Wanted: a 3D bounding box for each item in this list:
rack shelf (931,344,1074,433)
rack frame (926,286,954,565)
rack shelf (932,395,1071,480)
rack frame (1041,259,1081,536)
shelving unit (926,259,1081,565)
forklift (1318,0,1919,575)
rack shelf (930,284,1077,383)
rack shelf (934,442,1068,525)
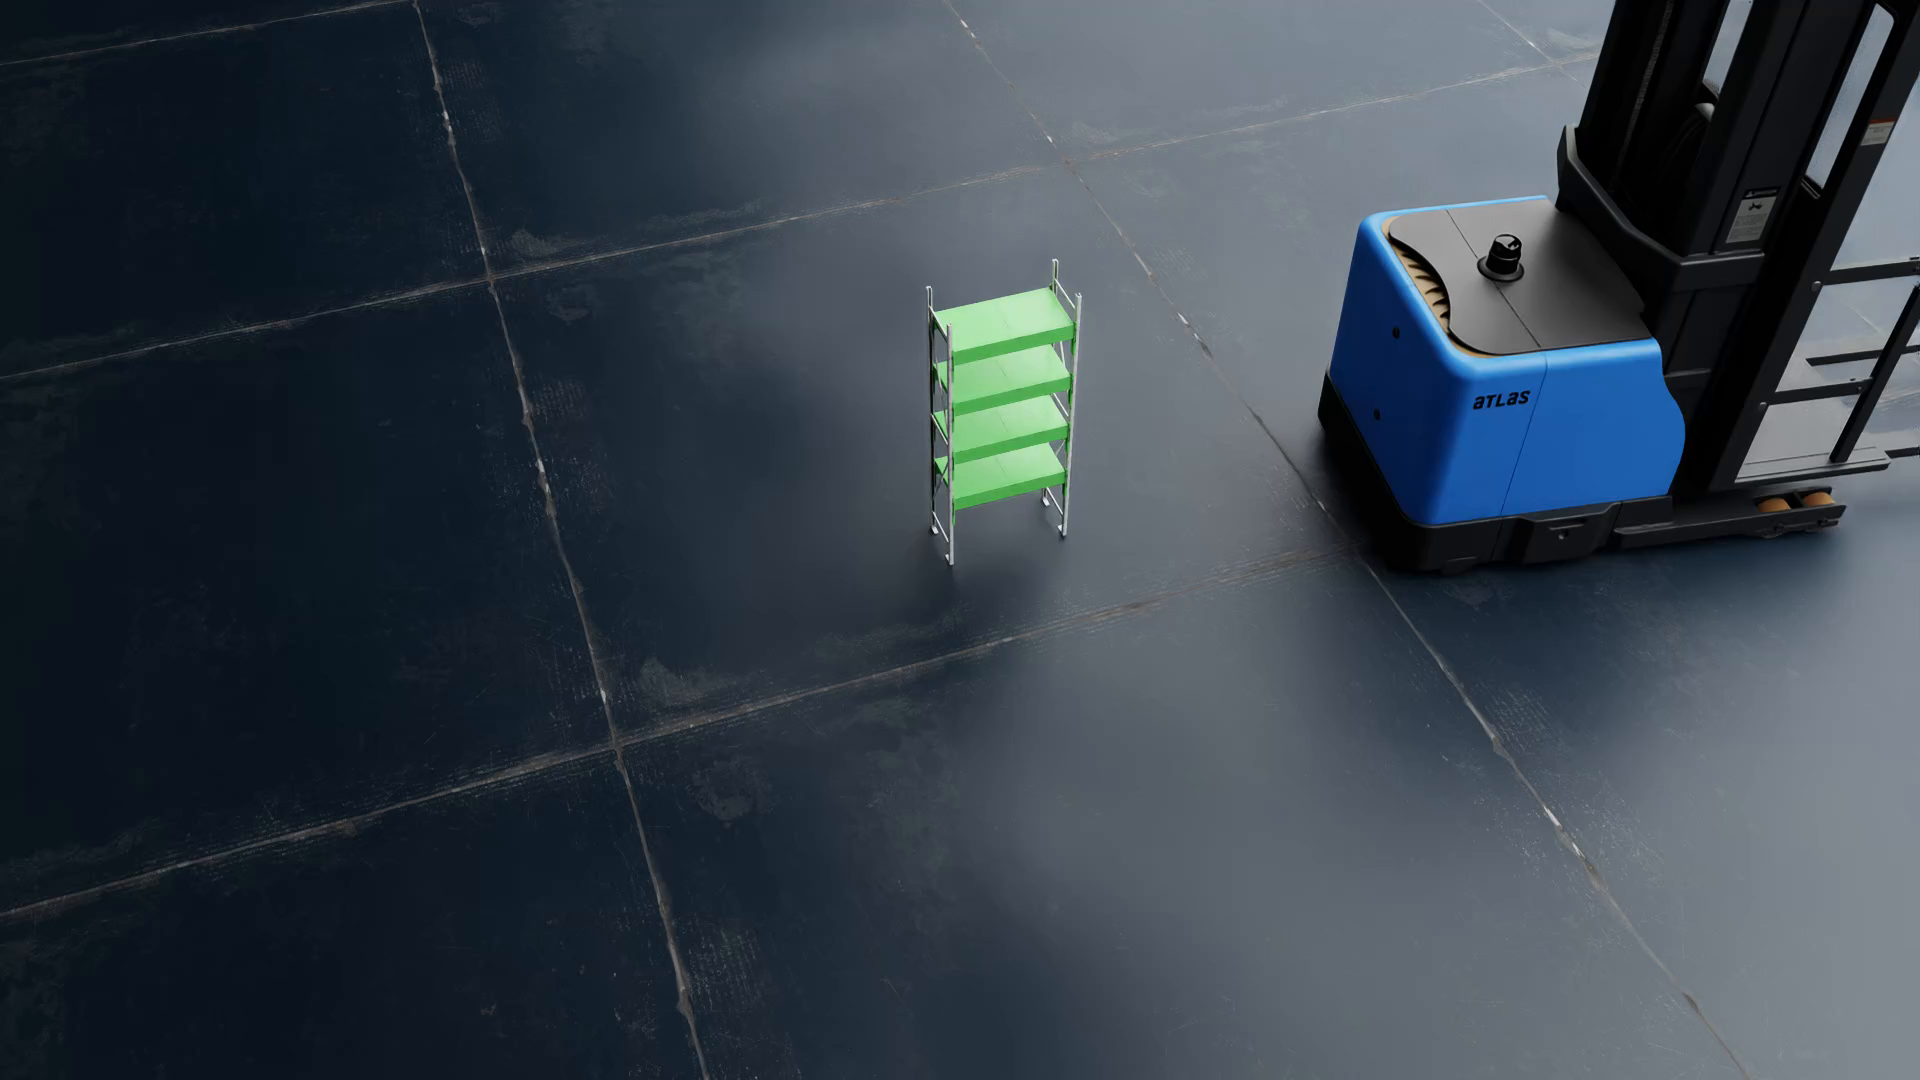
[{"bbox_3d":[0.156,-0.588,6.240,0.480,0.148,0.258,-14,47,-14],"label":"rack shelf"},{"bbox_3d":[-0.074,-0.405,6.306,0.015,1.200,0.240,-14,47,-14],"label":"rack frame"},{"bbox_3d":[0.156,-0.418,6.410,0.480,0.148,0.258,-14,47,-14],"label":"rack shelf"},{"bbox_3d":[0.385,-0.522,6.423,0.015,1.200,0.240,-14,47,-14],"label":"rack frame"},{"bbox_3d":[0.156,-0.463,6.365,0.503,1.200,0.258,-14,47,-14],"label":"shelving unit"},{"bbox_3d":[3.112,-1.406,6.082,3.031,2.935,1.130,-7,46,-7],"label":"forklift"},{"bbox_3d":[0.156,-0.757,6.070,0.480,0.148,0.258,-14,47,-14],"label":"rack shelf"},{"bbox_3d":[0.156,-0.249,6.580,0.480,0.148,0.258,-14,47,-14],"label":"rack shelf"}]
